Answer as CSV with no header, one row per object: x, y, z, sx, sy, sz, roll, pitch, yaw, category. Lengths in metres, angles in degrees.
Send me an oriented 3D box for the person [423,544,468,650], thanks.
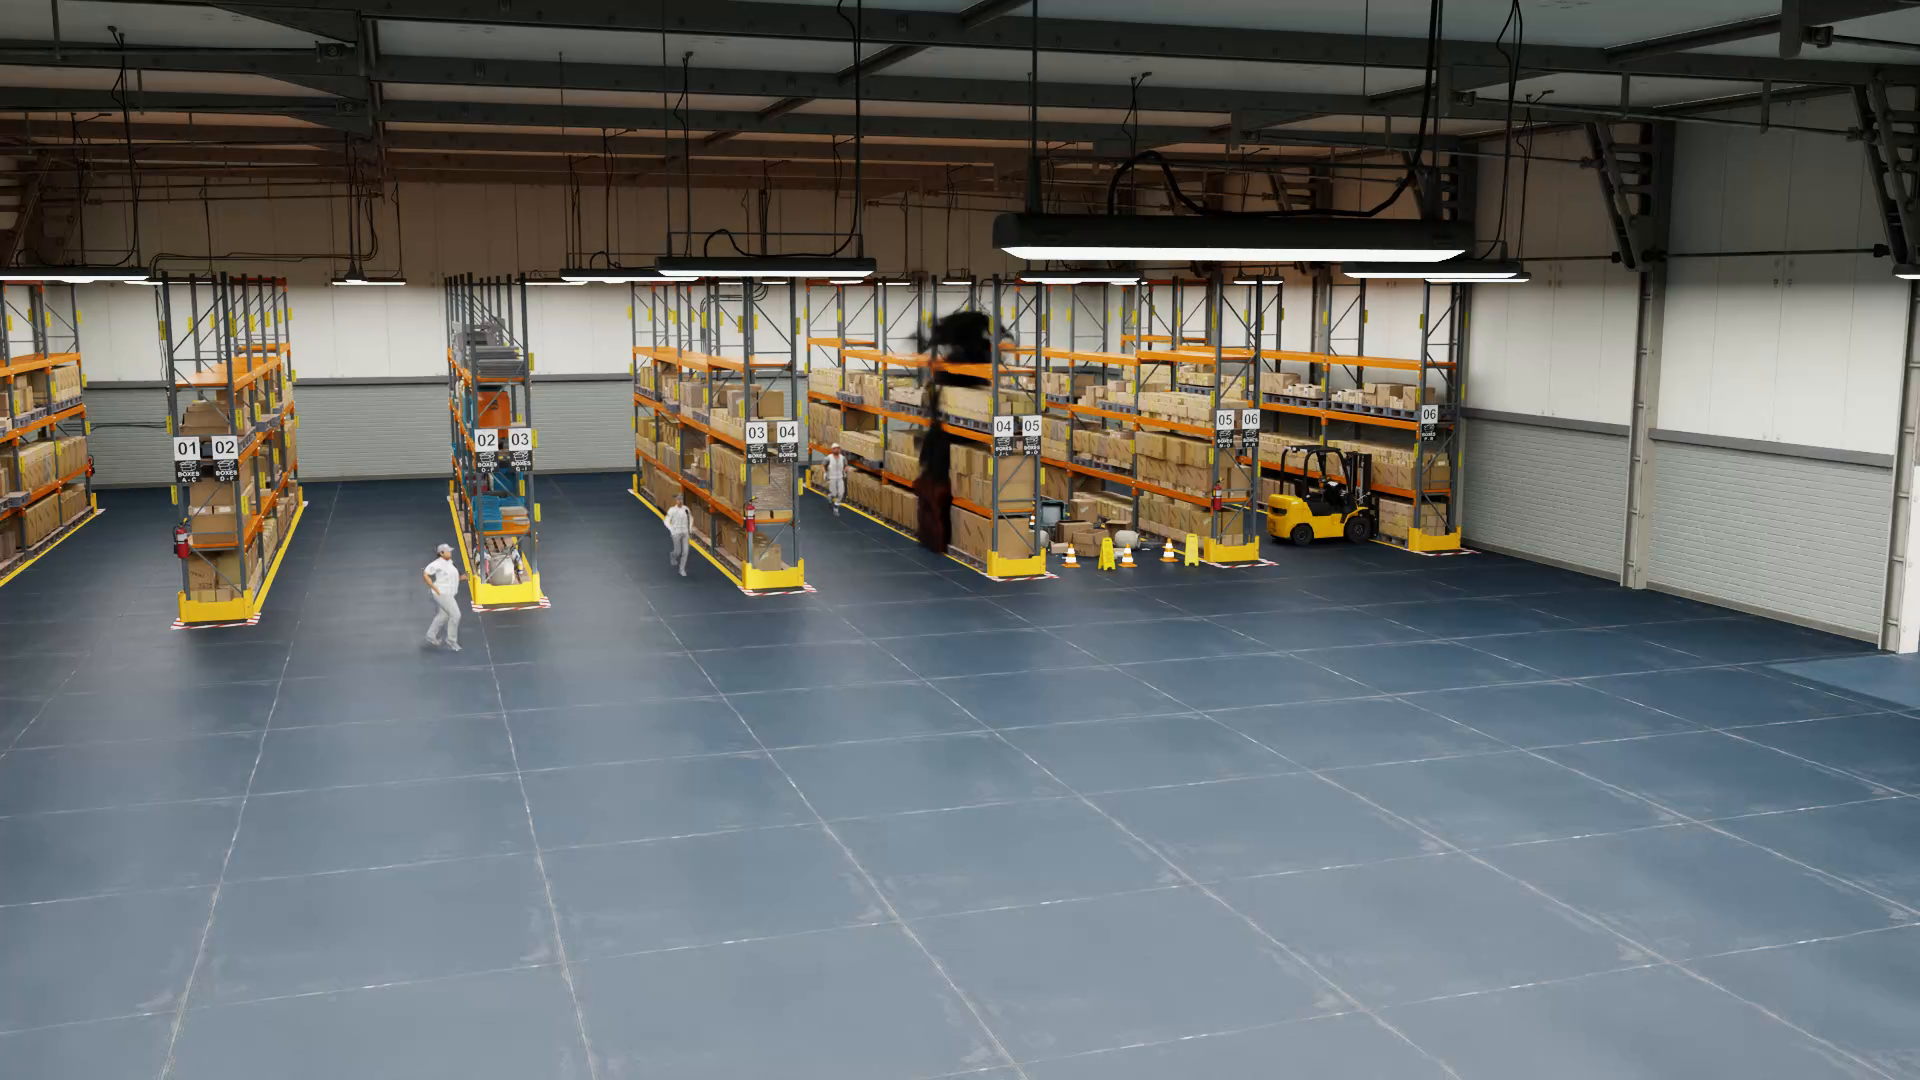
-8.243,0.918,26.614,0.738,1.728,0.572,1,9,4,person

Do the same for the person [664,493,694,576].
-5.654,-0.137,33.583,0.617,1.671,0.661,-4,10,-25,person

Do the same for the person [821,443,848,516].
-3.004,-1.465,40.165,0.666,1.752,0.596,-3,9,-21,person

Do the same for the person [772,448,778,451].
-5.276,-2.464,48.619,0.790,1.734,0.608,8,12,42,person
